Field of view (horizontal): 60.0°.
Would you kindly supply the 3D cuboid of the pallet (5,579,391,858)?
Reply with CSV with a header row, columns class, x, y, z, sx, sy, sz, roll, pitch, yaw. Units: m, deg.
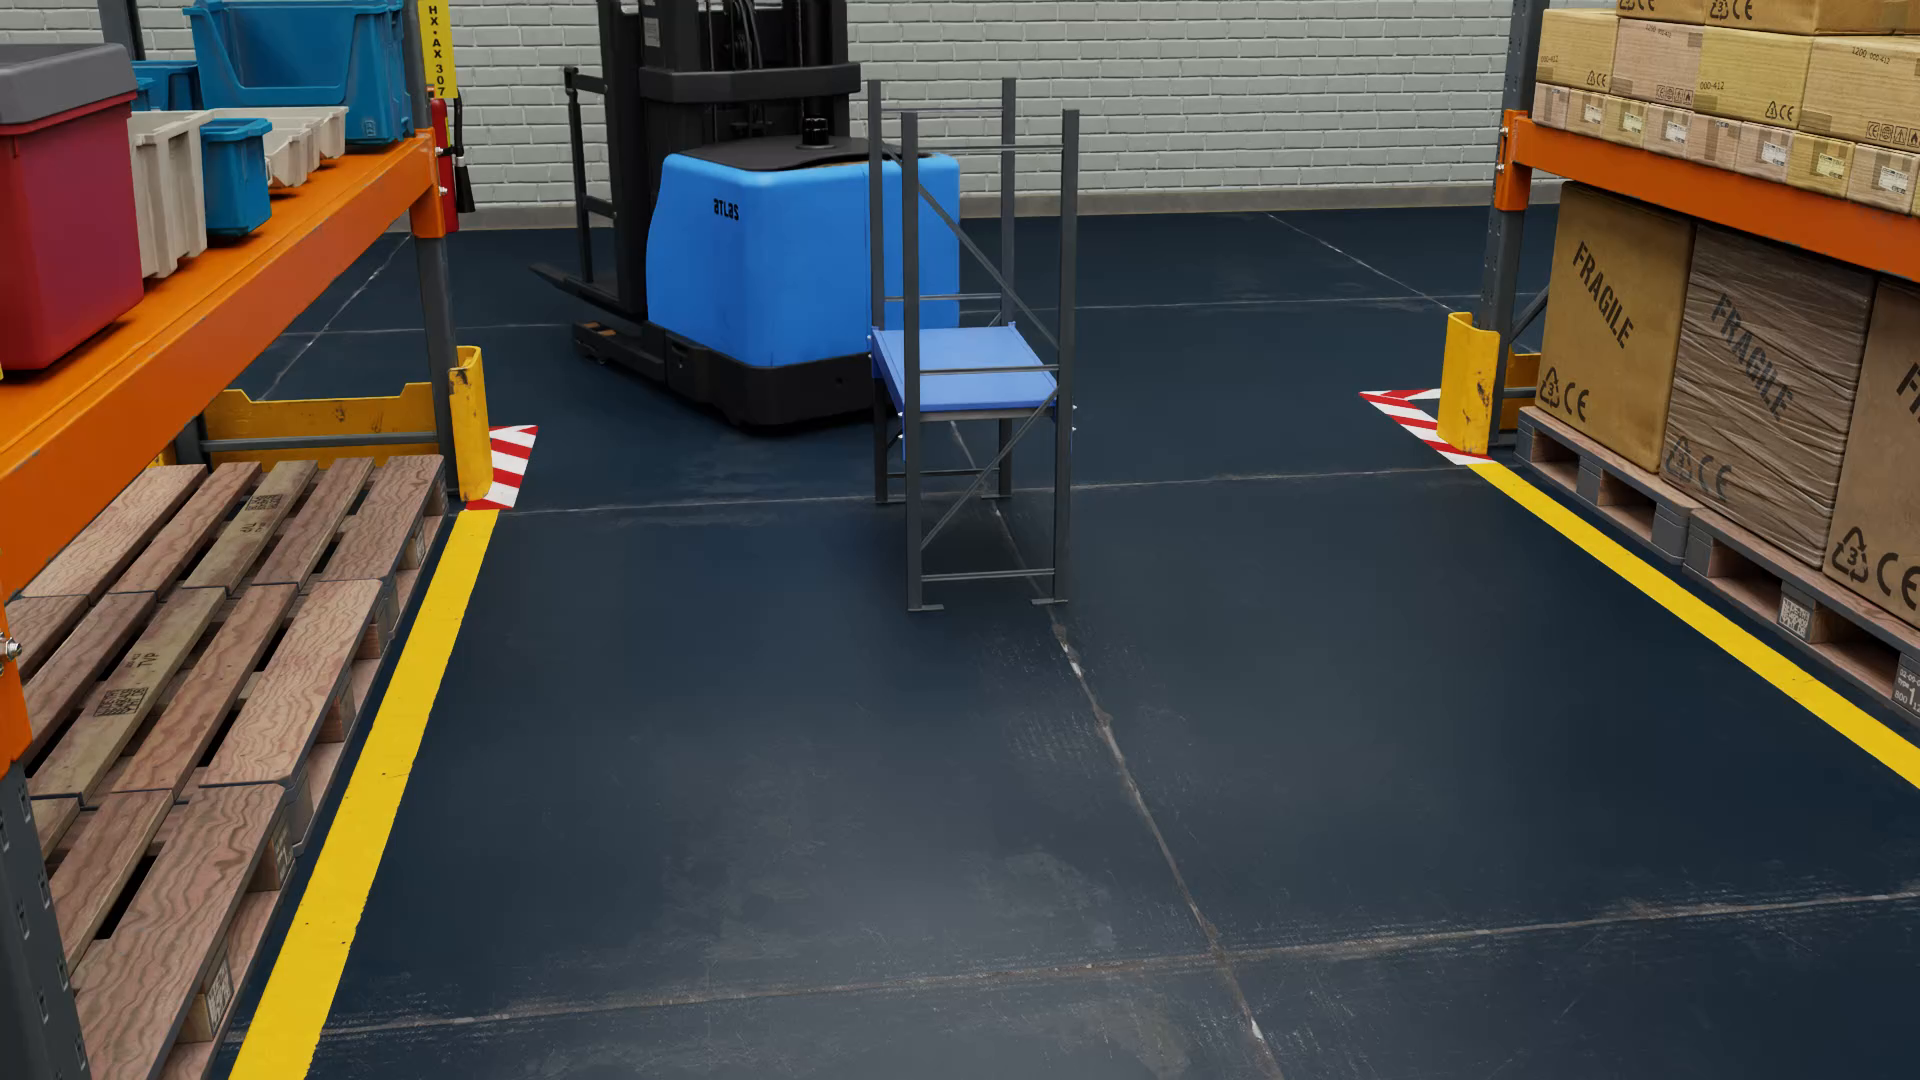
class,x,y,z,sx,sy,sz,roll,pitch,yaw
pallet,-2.078,0.444,4.226,1.003,0.211,1.213,-3,21,-8

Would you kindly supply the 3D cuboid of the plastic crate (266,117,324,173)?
class,x,y,z,sx,sy,sz,roll,pitch,yaw
plastic crate,-2.006,-1.102,4.670,0.396,0.136,0.243,-3,21,-8

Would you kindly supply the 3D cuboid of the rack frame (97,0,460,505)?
class,x,y,z,sx,sy,sz,roll,pitch,yaw
rack frame,-2.331,-1.571,5.636,1.000,3.000,0.127,-3,21,-8

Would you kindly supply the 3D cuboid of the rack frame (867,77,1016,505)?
class,x,y,z,sx,sy,sz,roll,pitch,yaw
rack frame,-0.061,-0.849,5.846,0.500,1.500,0.032,-3,21,-8

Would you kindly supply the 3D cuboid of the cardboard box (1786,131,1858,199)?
class,x,y,z,sx,sy,sz,roll,pitch,yaw
cardboard box,2.518,-1.031,4.550,0.380,0.149,0.250,-3,21,-9

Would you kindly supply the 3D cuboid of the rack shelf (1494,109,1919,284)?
class,x,y,z,sx,sy,sz,roll,pitch,yaw
rack shelf,2.859,-0.792,4.577,1.077,0.370,4.000,-3,21,-8

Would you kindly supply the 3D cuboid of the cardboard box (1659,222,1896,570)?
class,x,y,z,sx,sy,sz,roll,pitch,yaw
cardboard box,2.873,-0.490,5.177,0.875,0.875,0.875,-3,21,-8

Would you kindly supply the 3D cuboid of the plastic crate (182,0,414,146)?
class,x,y,z,sx,sy,sz,roll,pitch,yaw
plastic crate,-2.098,-1.509,5.334,0.616,0.435,0.499,-3,21,-8

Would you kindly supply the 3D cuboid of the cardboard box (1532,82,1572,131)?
class,x,y,z,sx,sy,sz,roll,pitch,yaw
cardboard box,2.295,-1.564,5.975,0.380,0.149,0.250,-3,21,-7

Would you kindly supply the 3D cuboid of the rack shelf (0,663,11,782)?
class,x,y,z,sx,sy,sz,roll,pitch,yaw
rack shelf,-1.466,0.843,0.200,1.077,0.370,4.000,-3,21,-8

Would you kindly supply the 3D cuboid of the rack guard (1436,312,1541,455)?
class,x,y,z,sx,sy,sz,roll,pitch,yaw
rack guard,2.567,-0.658,6.765,1.175,0.500,0.348,-3,21,-8

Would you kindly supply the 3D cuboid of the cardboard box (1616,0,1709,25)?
class,x,y,z,sx,sy,sz,roll,pitch,yaw
cardboard box,2.445,-1.889,5.203,0.500,0.500,0.500,-3,21,-9

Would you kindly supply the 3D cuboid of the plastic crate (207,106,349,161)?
class,x,y,z,sx,sy,sz,roll,pitch,yaw
plastic crate,-2.034,-1.203,4.940,0.396,0.136,0.243,-3,21,-8

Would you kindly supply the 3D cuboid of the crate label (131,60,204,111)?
class,x,y,z,sx,sy,sz,roll,pitch,yaw
crate label,-2.621,-1.419,5.382,0.416,0.233,0.303,-3,21,-8

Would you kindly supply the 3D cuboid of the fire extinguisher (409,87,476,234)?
class,x,y,z,sx,sy,sz,roll,pitch,yaw
fire extinguisher,-1.903,-1.436,5.916,0.296,0.674,0.183,-3,21,-8

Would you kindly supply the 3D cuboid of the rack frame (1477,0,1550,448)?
class,x,y,z,sx,sy,sz,roll,pitch,yaw
rack frame,2.571,-1.821,6.305,1.000,3.000,0.127,-3,21,-8

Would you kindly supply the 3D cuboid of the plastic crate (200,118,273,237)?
class,x,y,z,sx,sy,sz,roll,pitch,yaw
plastic crate,-1.781,-0.823,3.786,0.416,0.233,0.300,-3,21,-8

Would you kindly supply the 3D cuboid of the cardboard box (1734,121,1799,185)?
class,x,y,z,sx,sy,sz,roll,pitch,yaw
cardboard box,2.483,-1.119,4.784,0.380,0.149,0.250,-3,21,-8

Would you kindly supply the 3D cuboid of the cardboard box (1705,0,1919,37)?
class,x,y,z,sx,sy,sz,roll,pitch,yaw
cardboard box,2.525,-1.710,4.724,0.500,0.500,0.500,-3,21,-9

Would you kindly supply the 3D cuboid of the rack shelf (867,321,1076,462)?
class,x,y,z,sx,sy,sz,roll,pitch,yaw
rack shelf,0.012,-0.505,5.438,0.538,0.185,1.000,-3,21,-8

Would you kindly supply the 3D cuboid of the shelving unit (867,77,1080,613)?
class,x,y,z,sx,sy,sz,roll,pitch,yaw
shelving unit,0.012,-0.673,5.375,0.538,1.500,1.048,-3,21,-8

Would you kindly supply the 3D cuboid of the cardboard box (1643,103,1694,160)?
class,x,y,z,sx,sy,sz,roll,pitch,yaw
cardboard box,2.410,-1.296,5.259,0.380,0.149,0.250,-3,21,-9

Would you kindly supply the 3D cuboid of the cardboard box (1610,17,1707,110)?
class,x,y,z,sx,sy,sz,roll,pitch,yaw
cardboard box,2.454,-1.531,5.317,0.500,0.250,0.500,-3,21,-8

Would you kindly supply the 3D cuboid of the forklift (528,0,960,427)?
class,x,y,z,sx,sy,sz,roll,pitch,yaw
forklift,-1.233,-2.297,7.676,1.130,2.935,3.031,-14,24,-32

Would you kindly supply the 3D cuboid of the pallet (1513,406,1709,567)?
class,x,y,z,sx,sy,sz,roll,pitch,yaw
pallet,2.763,-0.242,6.062,1.003,0.211,1.213,-3,21,-8

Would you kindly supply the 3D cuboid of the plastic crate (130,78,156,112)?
class,x,y,z,sx,sy,sz,roll,pitch,yaw
plastic crate,-2.526,-1.191,4.771,0.416,0.233,0.300,-3,21,-8

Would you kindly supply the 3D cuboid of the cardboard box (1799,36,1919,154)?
class,x,y,z,sx,sy,sz,roll,pitch,yaw
cardboard box,2.603,-1.176,4.368,0.500,0.250,0.500,-3,21,-9

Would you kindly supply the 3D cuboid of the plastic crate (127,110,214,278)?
class,x,y,z,sx,sy,sz,roll,pitch,yaw
plastic crate,-1.792,-0.697,3.379,0.437,0.282,0.530,-3,21,-8

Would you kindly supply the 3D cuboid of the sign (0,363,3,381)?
class,x,y,z,sx,sy,sz,roll,pitch,yaw
sign,-1.209,-0.343,1.952,0.100,0.325,0.005,-3,21,-8

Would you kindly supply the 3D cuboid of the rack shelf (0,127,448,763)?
class,x,y,z,sx,sy,sz,roll,pitch,yaw
rack shelf,-2.042,-0.542,3.908,1.077,0.370,4.000,-3,21,-8

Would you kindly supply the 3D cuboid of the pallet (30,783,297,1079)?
class,x,y,z,sx,sy,sz,roll,pitch,yaw
pallet,-1.898,0.867,3.092,1.003,0.211,1.213,-3,21,-8

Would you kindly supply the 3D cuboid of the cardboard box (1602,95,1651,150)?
class,x,y,z,sx,sy,sz,roll,pitch,yaw
cardboard box,2.371,-1.387,5.500,0.380,0.149,0.250,-3,21,-9

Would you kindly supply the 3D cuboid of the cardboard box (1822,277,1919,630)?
class,x,y,z,sx,sy,sz,roll,pitch,yaw
cardboard box,3.001,-0.182,4.352,0.875,0.875,0.875,-3,21,-8

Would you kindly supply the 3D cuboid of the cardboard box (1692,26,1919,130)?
class,x,y,z,sx,sy,sz,roll,pitch,yaw
cardboard box,2.523,-1.357,4.850,0.500,0.250,0.500,-4,21,-10

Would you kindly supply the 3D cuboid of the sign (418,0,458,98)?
class,x,y,z,sx,sy,sz,roll,pitch,yaw
sign,-1.789,-1.681,5.697,0.100,0.325,0.005,-3,21,-8

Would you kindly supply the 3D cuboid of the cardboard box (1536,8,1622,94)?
class,x,y,z,sx,sy,sz,roll,pitch,yaw
cardboard box,2.373,-1.710,5.798,0.500,0.250,0.500,-3,21,-9

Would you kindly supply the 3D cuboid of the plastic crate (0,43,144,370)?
class,x,y,z,sx,sy,sz,roll,pitch,yaw
plastic crate,-1.635,-0.566,2.768,0.402,0.464,0.583,-3,21,-8

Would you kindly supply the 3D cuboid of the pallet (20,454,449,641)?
class,x,y,z,sx,sy,sz,roll,pitch,yaw
pallet,-2.250,0.022,5.354,1.003,0.211,1.213,-3,21,-8

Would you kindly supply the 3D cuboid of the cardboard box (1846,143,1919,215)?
class,x,y,z,sx,sy,sz,roll,pitch,yaw
cardboard box,2.558,-0.941,4.307,0.380,0.149,0.250,-3,21,-7

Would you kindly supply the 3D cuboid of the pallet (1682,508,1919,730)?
class,x,y,z,sx,sy,sz,roll,pitch,yaw
pallet,2.936,0.180,4.934,1.003,0.211,1.213,-3,21,-8

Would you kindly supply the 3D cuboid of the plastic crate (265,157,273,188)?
class,x,y,z,sx,sy,sz,roll,pitch,yaw
plastic crate,-1.881,-0.905,4.143,0.298,0.136,0.250,-3,21,-8

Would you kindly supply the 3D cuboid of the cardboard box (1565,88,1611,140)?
class,x,y,z,sx,sy,sz,roll,pitch,yaw
cardboard box,2.334,-1.475,5.738,0.380,0.149,0.250,-3,21,-9

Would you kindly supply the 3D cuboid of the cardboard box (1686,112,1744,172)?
class,x,y,z,sx,sy,sz,roll,pitch,yaw
cardboard box,2.445,-1.208,5.023,0.380,0.149,0.250,-3,21,-9

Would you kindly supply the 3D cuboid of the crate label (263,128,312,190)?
class,x,y,z,sx,sy,sz,roll,pitch,yaw
crate label,-1.942,-1.006,4.415,0.396,0.136,0.243,-3,21,-8

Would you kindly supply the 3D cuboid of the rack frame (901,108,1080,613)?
class,x,y,z,sx,sy,sz,roll,pitch,yaw
rack frame,0.086,-0.497,4.903,0.500,1.500,0.032,-3,21,-8

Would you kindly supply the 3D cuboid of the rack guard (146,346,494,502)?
class,x,y,z,sx,sy,sz,roll,pitch,yaw
rack guard,-2.347,-0.408,6.094,1.175,0.500,0.348,-3,21,-8

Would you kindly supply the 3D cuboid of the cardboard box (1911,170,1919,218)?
class,x,y,z,sx,sy,sz,roll,pitch,yaw
cardboard box,2.593,-0.852,4.071,0.380,0.149,0.250,-3,21,-9

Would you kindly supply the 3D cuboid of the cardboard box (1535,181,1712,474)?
class,x,y,z,sx,sy,sz,roll,pitch,yaw
cardboard box,2.742,-0.805,6.021,0.875,0.875,0.875,-3,21,-8
